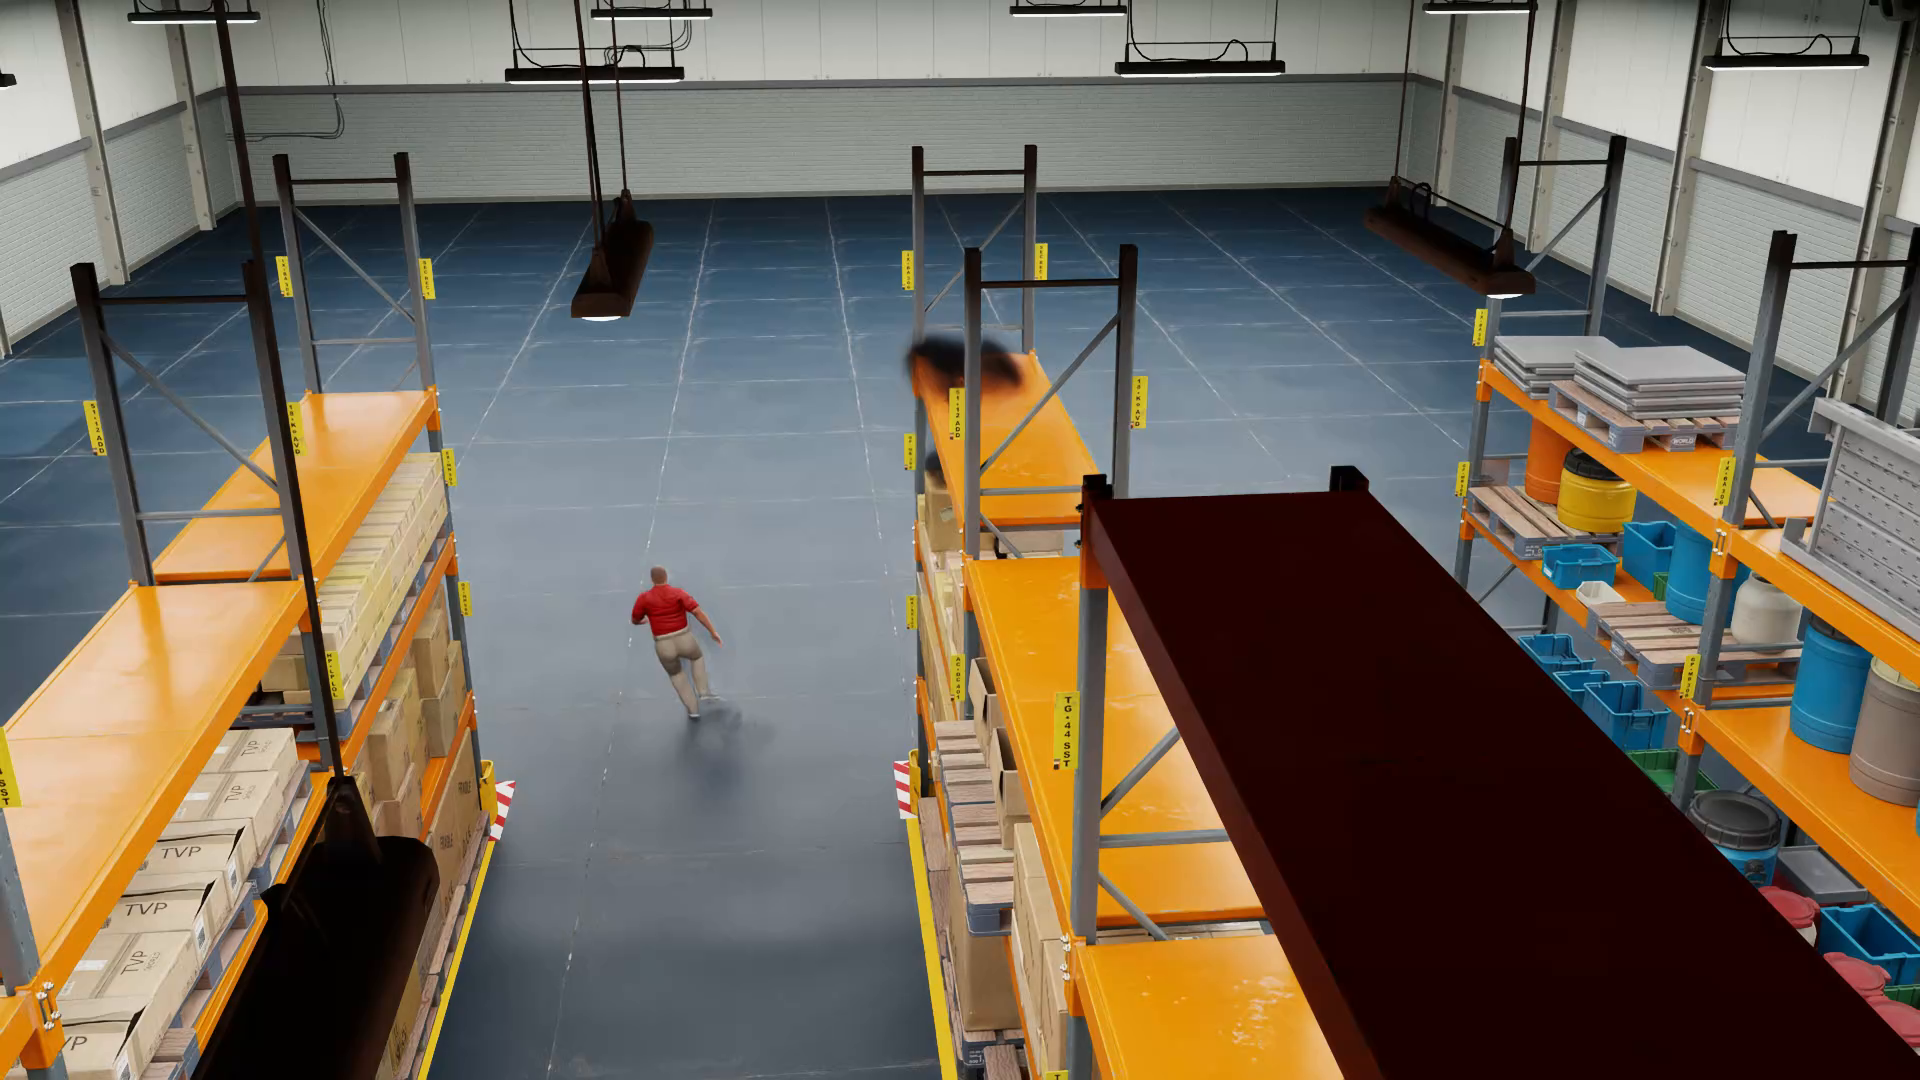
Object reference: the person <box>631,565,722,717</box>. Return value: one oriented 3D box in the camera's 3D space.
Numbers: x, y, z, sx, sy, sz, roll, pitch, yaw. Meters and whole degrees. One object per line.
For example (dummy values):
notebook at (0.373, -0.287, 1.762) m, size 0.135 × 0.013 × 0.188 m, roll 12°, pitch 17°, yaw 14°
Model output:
person at (-2.904, 1.008, 16.959) m, size 0.850 × 1.657 × 0.679 m, roll -7°, pitch 23°, yaw -17°

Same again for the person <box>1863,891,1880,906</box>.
person at (7.669, 2.393, 13.311) m, size 0.570 × 1.741 × 0.898 m, roll -5°, pitch 22°, yaw -12°
